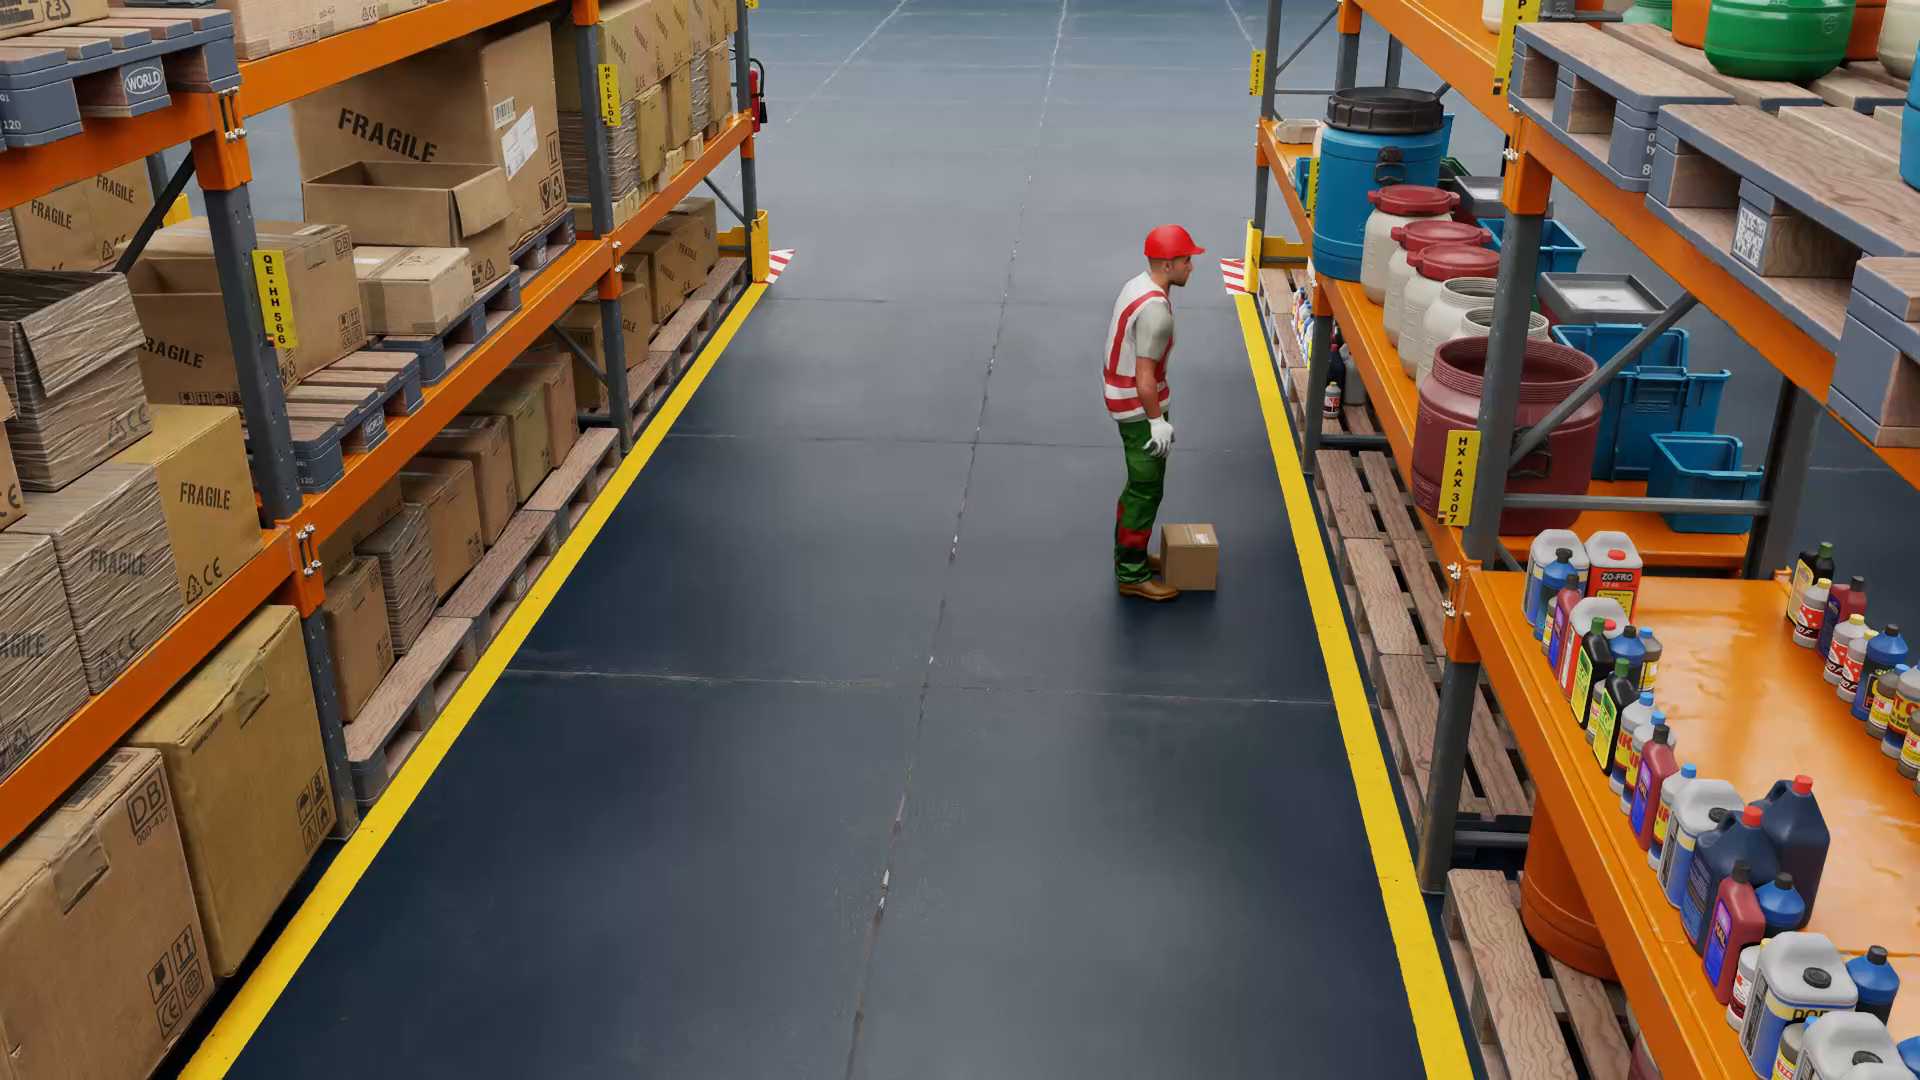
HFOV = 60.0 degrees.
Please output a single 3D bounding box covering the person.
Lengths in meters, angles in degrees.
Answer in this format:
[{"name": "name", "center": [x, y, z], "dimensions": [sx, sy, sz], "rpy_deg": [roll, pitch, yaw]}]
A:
[{"name": "person", "center": [0.907, -0.624, 7.967], "dimensions": [0.446, 1.780, 0.623], "rpy_deg": [1, 24, 2]}]
